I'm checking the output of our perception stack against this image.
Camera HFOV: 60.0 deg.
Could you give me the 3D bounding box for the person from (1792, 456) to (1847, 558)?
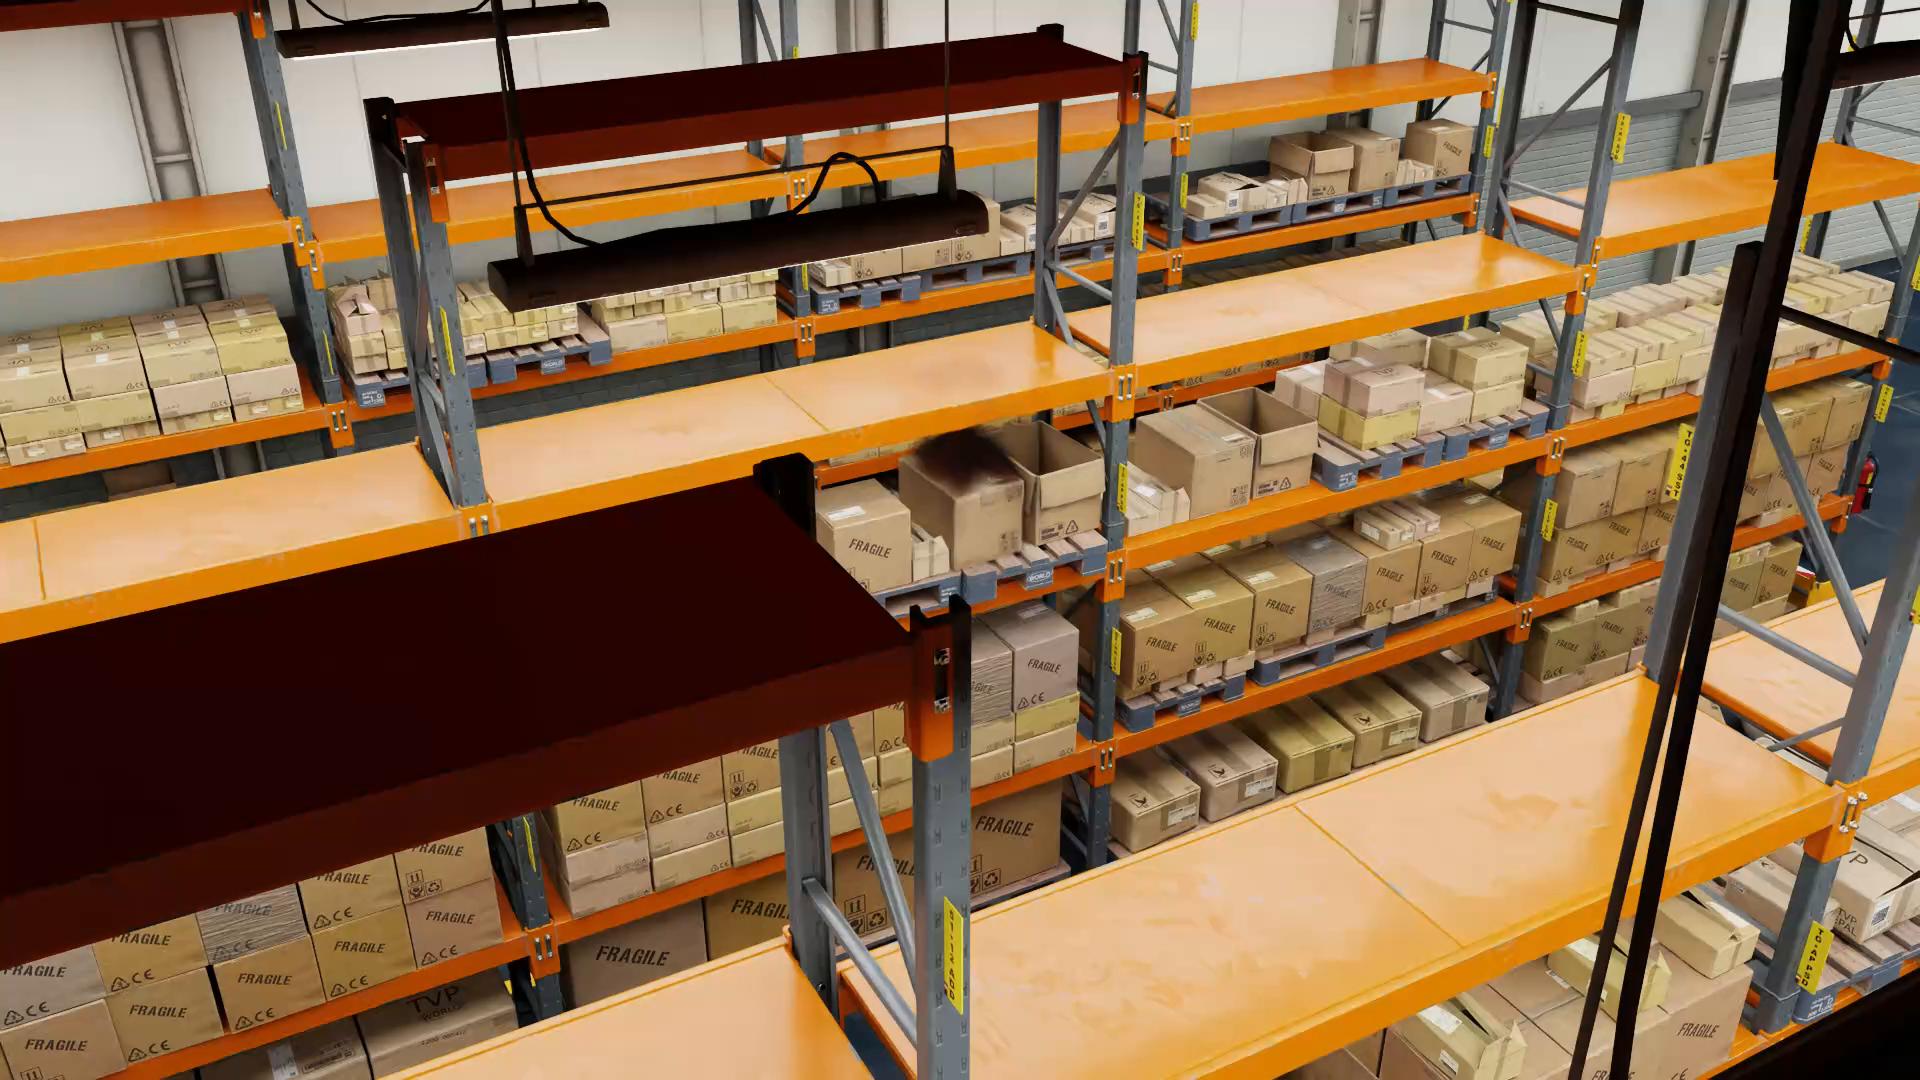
[{"bbox_3d":[8.457,-0.692,16.475,0.593,1.701,0.623,-6,29,-12],"label":"person"}]
